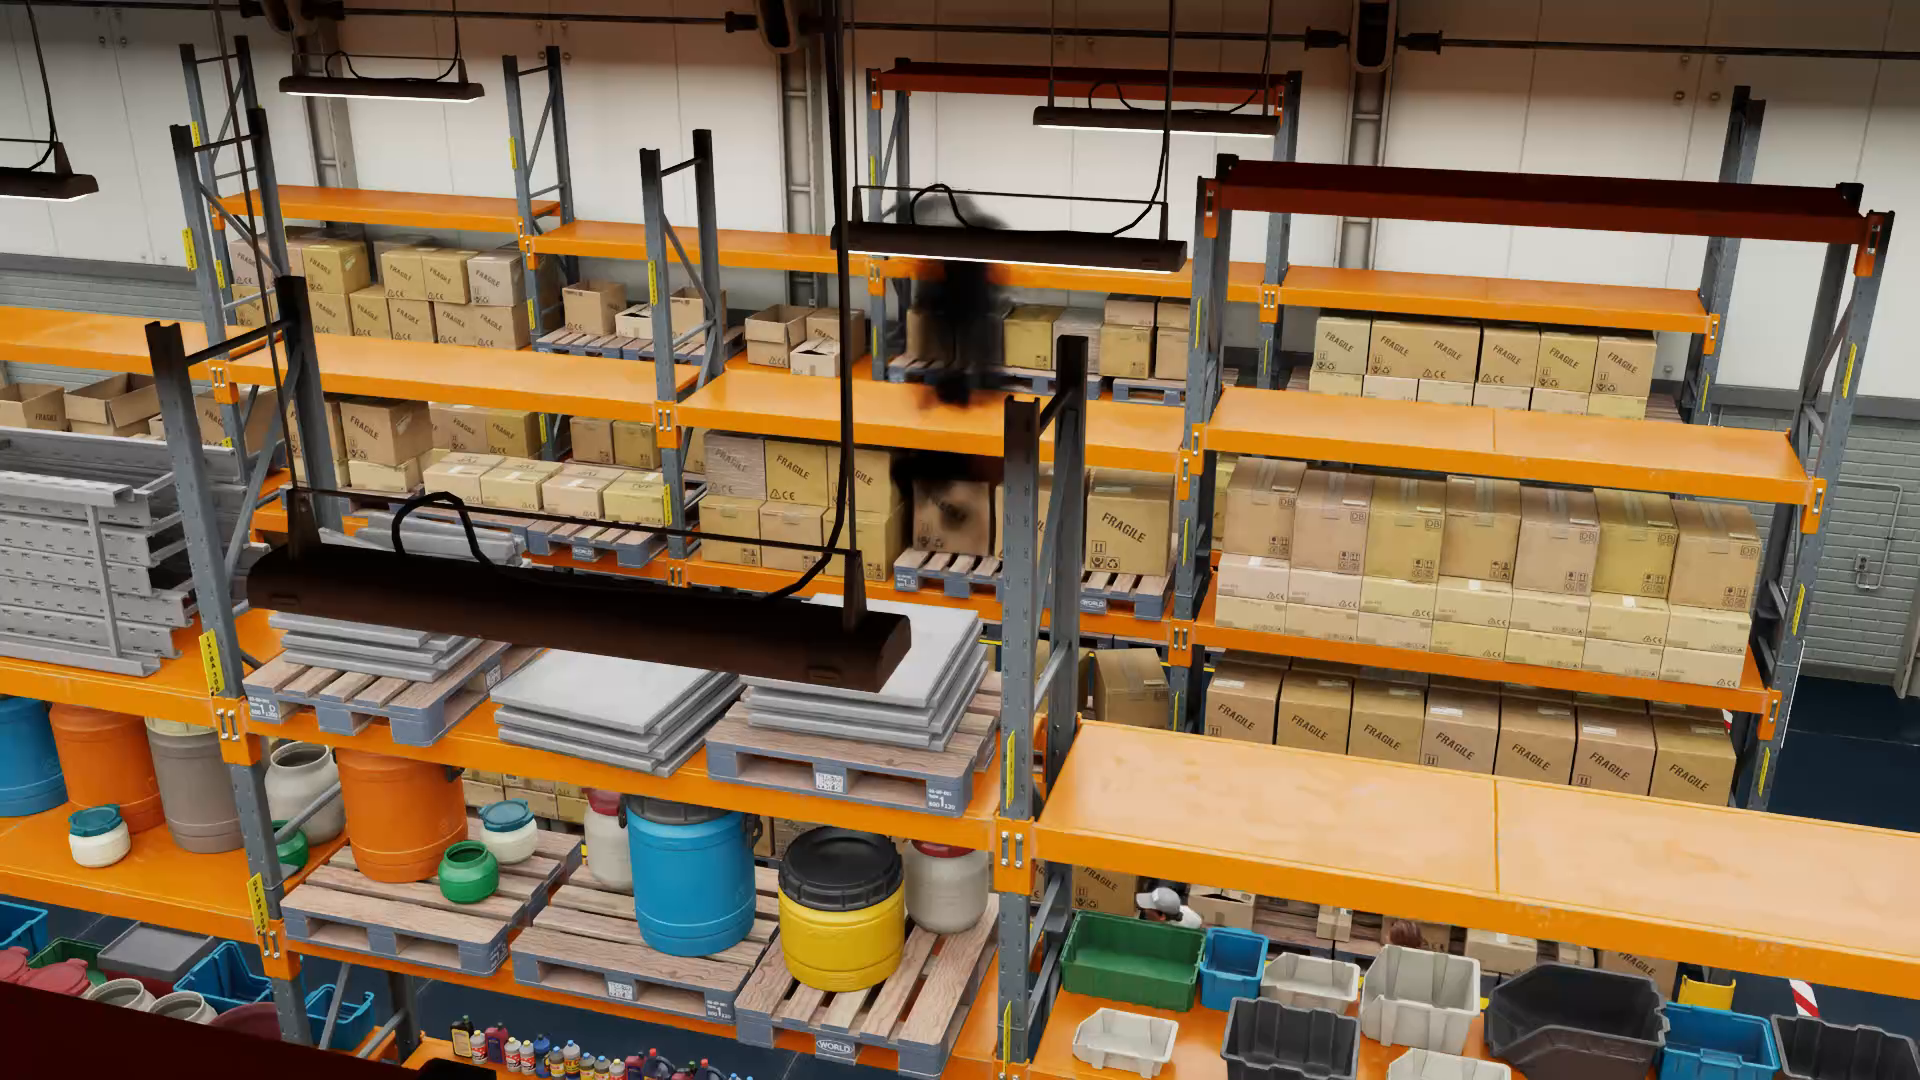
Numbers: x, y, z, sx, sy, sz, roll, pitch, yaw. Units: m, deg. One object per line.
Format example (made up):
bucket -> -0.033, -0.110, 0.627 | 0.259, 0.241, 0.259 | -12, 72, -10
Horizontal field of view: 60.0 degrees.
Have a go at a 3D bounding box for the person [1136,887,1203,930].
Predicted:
person -> 1.330, 2.951, 10.864 | 0.612, 1.634, 0.598 | 4, 23, 9

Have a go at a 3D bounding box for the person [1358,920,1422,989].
person -> 2.850, 3.242, 11.019 | 0.631, 1.478, 0.509 | 3, 23, 8
